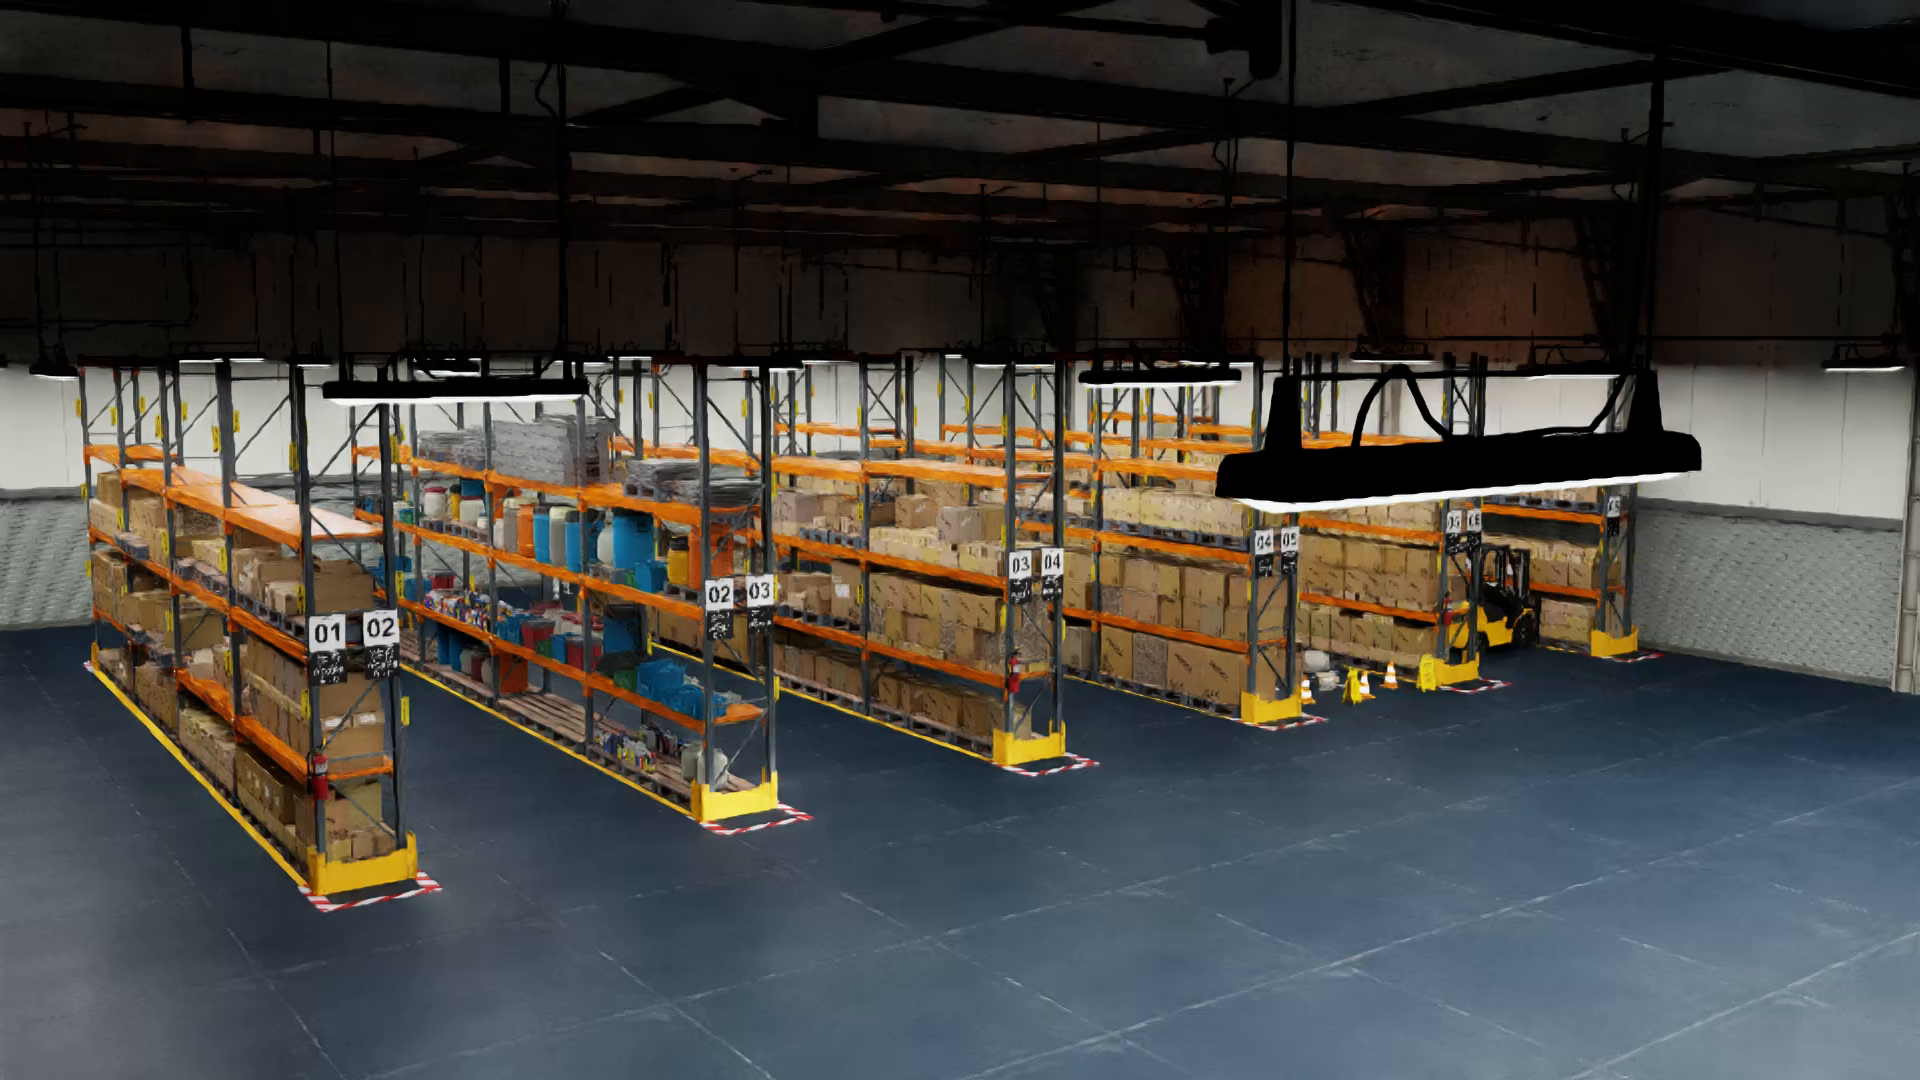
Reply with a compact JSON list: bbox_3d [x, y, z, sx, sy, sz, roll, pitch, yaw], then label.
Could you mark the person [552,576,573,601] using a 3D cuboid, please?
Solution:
[{"bbox_3d":[-9.683,0.586,40.387,0.596,1.739,0.988,-2,7,-13],"label":"person"}]
